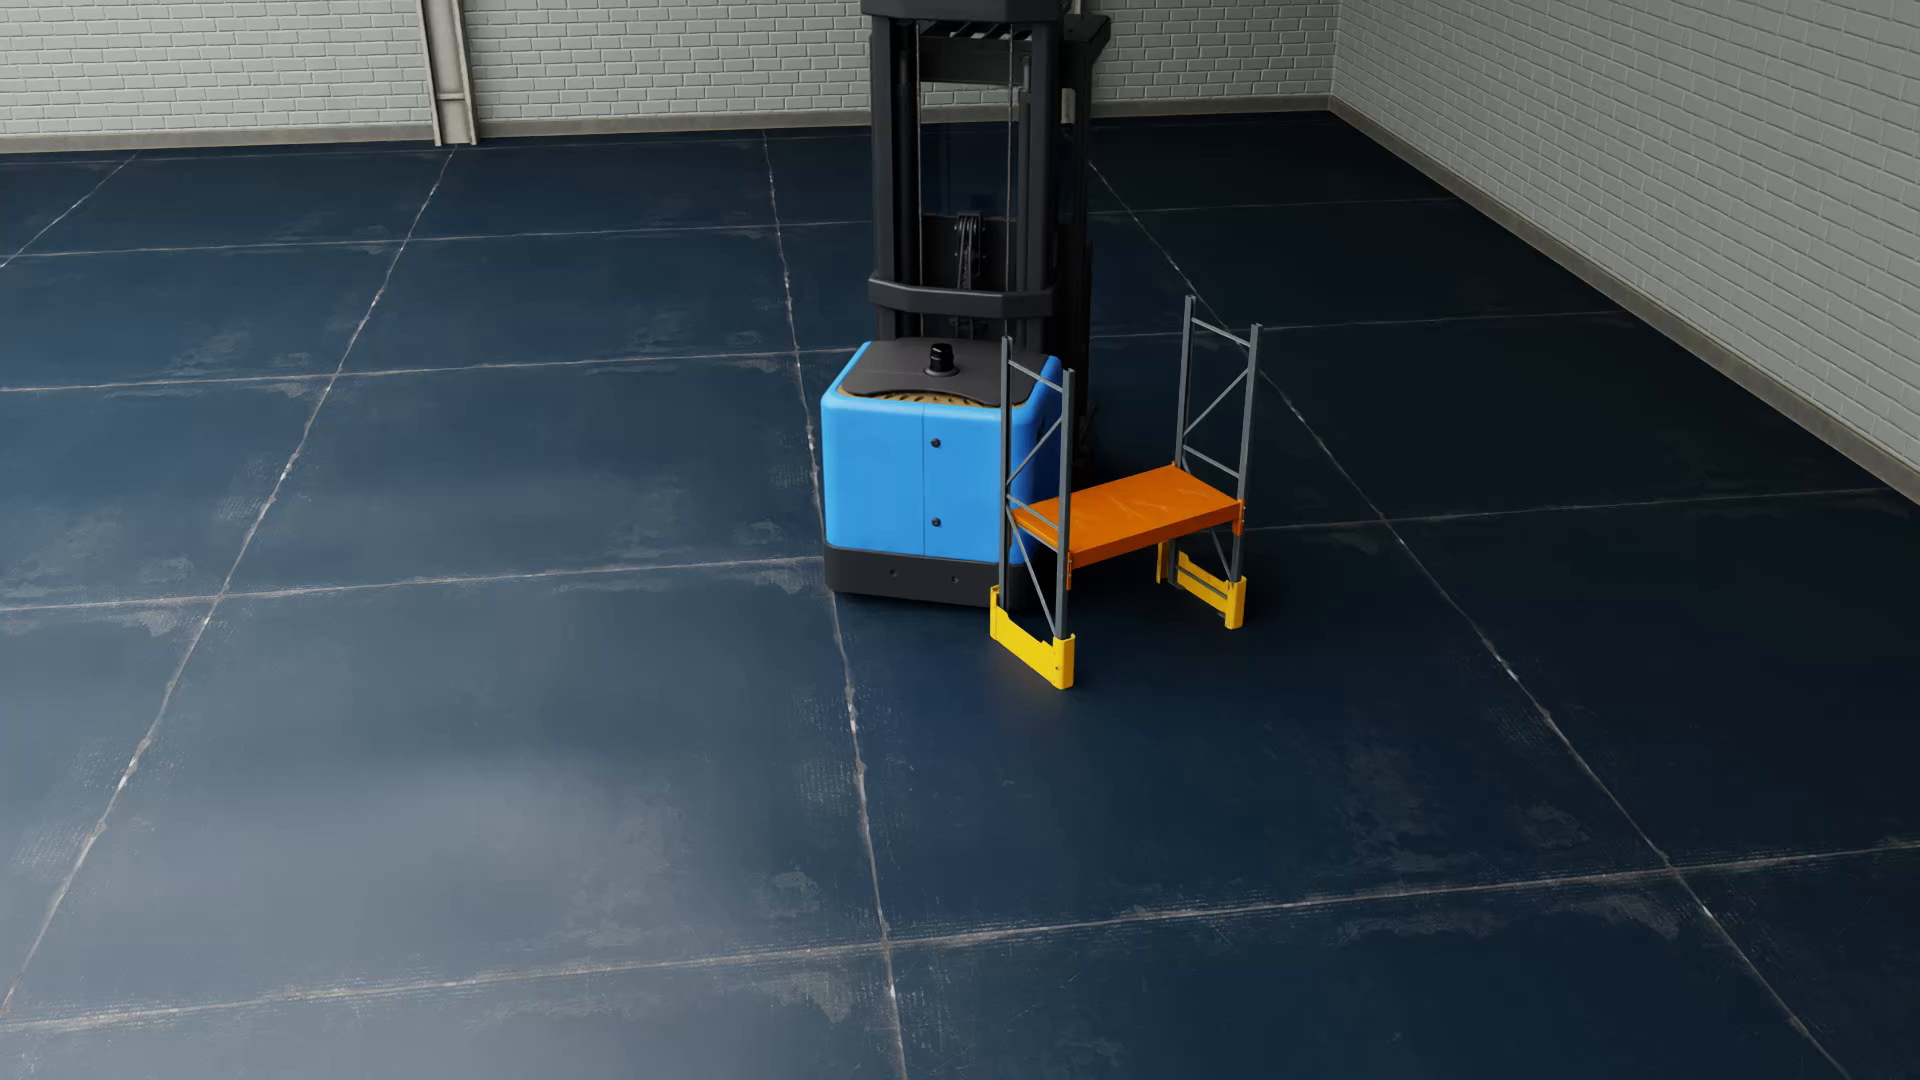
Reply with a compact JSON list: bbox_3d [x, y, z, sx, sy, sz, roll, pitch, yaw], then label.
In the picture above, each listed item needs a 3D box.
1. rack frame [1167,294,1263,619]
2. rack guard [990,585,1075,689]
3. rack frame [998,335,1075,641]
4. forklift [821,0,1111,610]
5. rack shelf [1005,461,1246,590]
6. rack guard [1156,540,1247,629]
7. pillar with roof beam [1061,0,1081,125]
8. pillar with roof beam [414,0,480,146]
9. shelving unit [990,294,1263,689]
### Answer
[{"bbox_3d":[1.185,-0.366,7.820,0.032,1.500,0.500,-16,31,-28],"label":"rack frame"},{"bbox_3d":[0.327,0.438,7.622,0.087,0.250,0.587,-16,31,-28],"label":"rack guard"},{"bbox_3d":[0.326,-0.118,7.336,0.032,1.500,0.500,-16,31,-28],"label":"rack frame"},{"bbox_3d":[0.152,-1.622,8.700,1.130,2.935,3.031,6,28,11],"label":"forklift"},{"bbox_3d":[0.755,-0.082,7.660,1.000,0.185,0.538,-16,31,-28],"label":"rack shelf"},{"bbox_3d":[1.169,0.195,8.096,0.087,0.250,0.587,-16,31,-28],"label":"rack guard"},{"bbox_3d":[1.587,-6.375,11.317,0.400,9.000,9.100,-4,27,-7],"label":"pillar with roof beam"},{"bbox_3d":[-4.354,-5.993,10.573,0.400,9.000,9.100,-4,27,-7],"label":"pillar with roof beam"},{"bbox_3d":[0.748,-0.239,7.574,1.083,1.500,0.587,-16,31,-28],"label":"shelving unit"}]
